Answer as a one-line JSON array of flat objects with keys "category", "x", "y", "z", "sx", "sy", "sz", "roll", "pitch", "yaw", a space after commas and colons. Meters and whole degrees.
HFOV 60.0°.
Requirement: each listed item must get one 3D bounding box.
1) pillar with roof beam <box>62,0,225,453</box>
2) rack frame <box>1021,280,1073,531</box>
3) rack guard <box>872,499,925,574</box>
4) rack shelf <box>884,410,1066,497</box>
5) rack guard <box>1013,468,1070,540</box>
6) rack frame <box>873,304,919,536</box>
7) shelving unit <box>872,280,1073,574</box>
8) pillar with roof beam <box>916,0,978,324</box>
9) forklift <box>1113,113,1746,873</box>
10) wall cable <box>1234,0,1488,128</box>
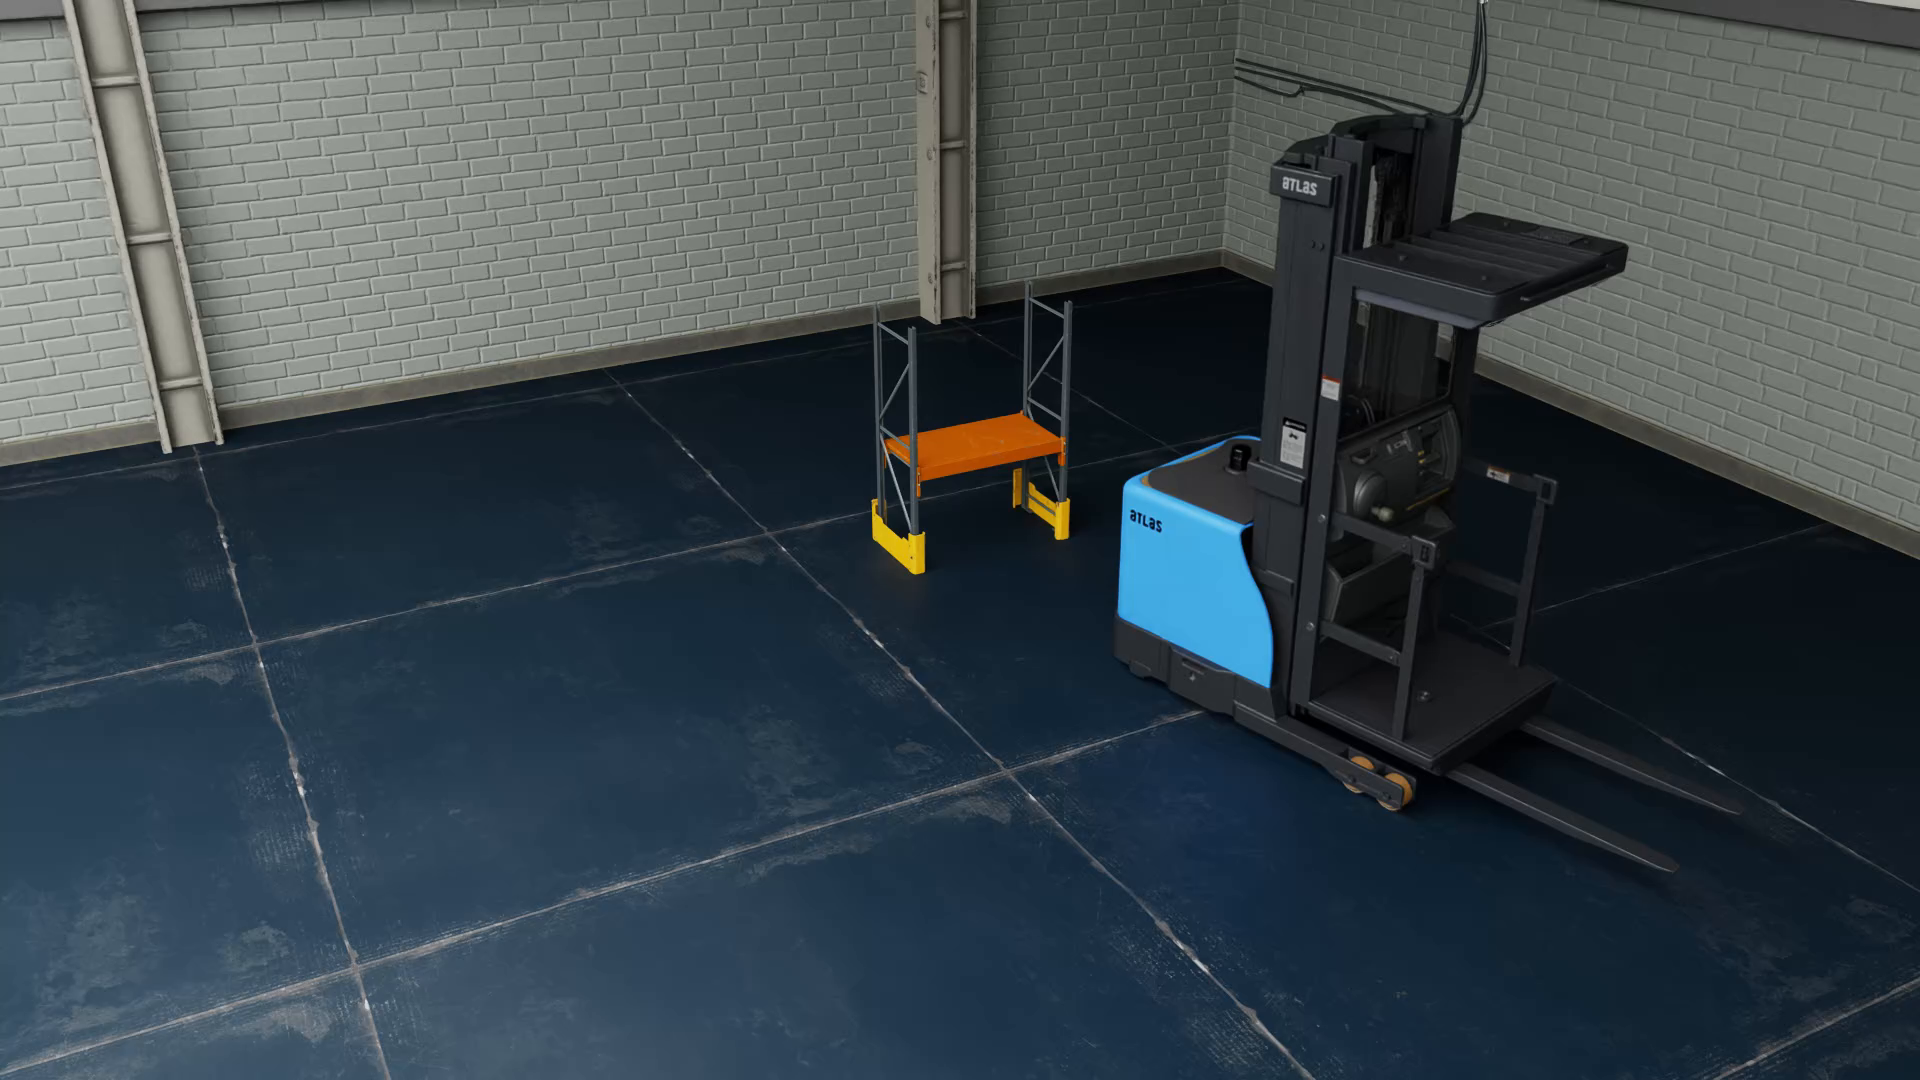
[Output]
[{"category": "pillar with roof beam", "x": -3.375, "y": -3.108, "z": 6.327, "sx": 0.400, "sy": 9.000, "sz": 9.100, "roll": -13, "pitch": 29, "yaw": -25}, {"category": "rack frame", "x": 0.524, "y": -0.797, "z": 10.177, "sx": 0.032, "sy": 1.500, "sz": 0.500, "roll": -13, "pitch": 29, "yaw": -25}, {"category": "rack guard", "x": -0.372, "y": -0.027, "z": 10.017, "sx": 0.087, "sy": 0.250, "sz": 0.587, "roll": -13, "pitch": 29, "yaw": -25}, {"category": "rack shelf", "x": 0.075, "y": -0.531, "z": 10.039, "sx": 1.000, "sy": 0.185, "sz": 0.538, "roll": -13, "pitch": 29, "yaw": -25}, {"category": "rack guard", "x": 0.507, "y": -0.230, "z": 10.439, "sx": 0.087, "sy": 0.250, "sz": 0.587, "roll": -13, "pitch": 29, "yaw": -25}, {"category": "rack frame", "x": -0.373, "y": -0.590, "z": 9.746, "sx": 0.032, "sy": 1.500, "sz": 0.500, "roll": -13, "pitch": 29, "yaw": -25}, {"category": "shelving unit", "x": 0.067, "y": -0.692, "z": 9.958, "sx": 1.083, "sy": 1.500, "sz": 0.587, "roll": -13, "pitch": 29, "yaw": -25}, {"category": "pillar with roof beam", "x": 1.919, "y": -4.330, "z": 8.872, "sx": 0.400, "sy": 9.000, "sz": 9.100, "roll": -13, "pitch": 29, "yaw": -25}, {"category": "forklift", "x": 2.175, "y": -0.327, "z": 7.544, "sx": 1.130, "sy": 2.935, "sz": 3.031, "roll": -22, "pitch": 33, "yaw": -37}, {"category": "wall cable", "x": 3.115, "y": -4.670, "z": 13.167, "sx": 0.112, "sy": 2.526, "sz": 3.097, "roll": -13, "pitch": 29, "yaw": -25}]
